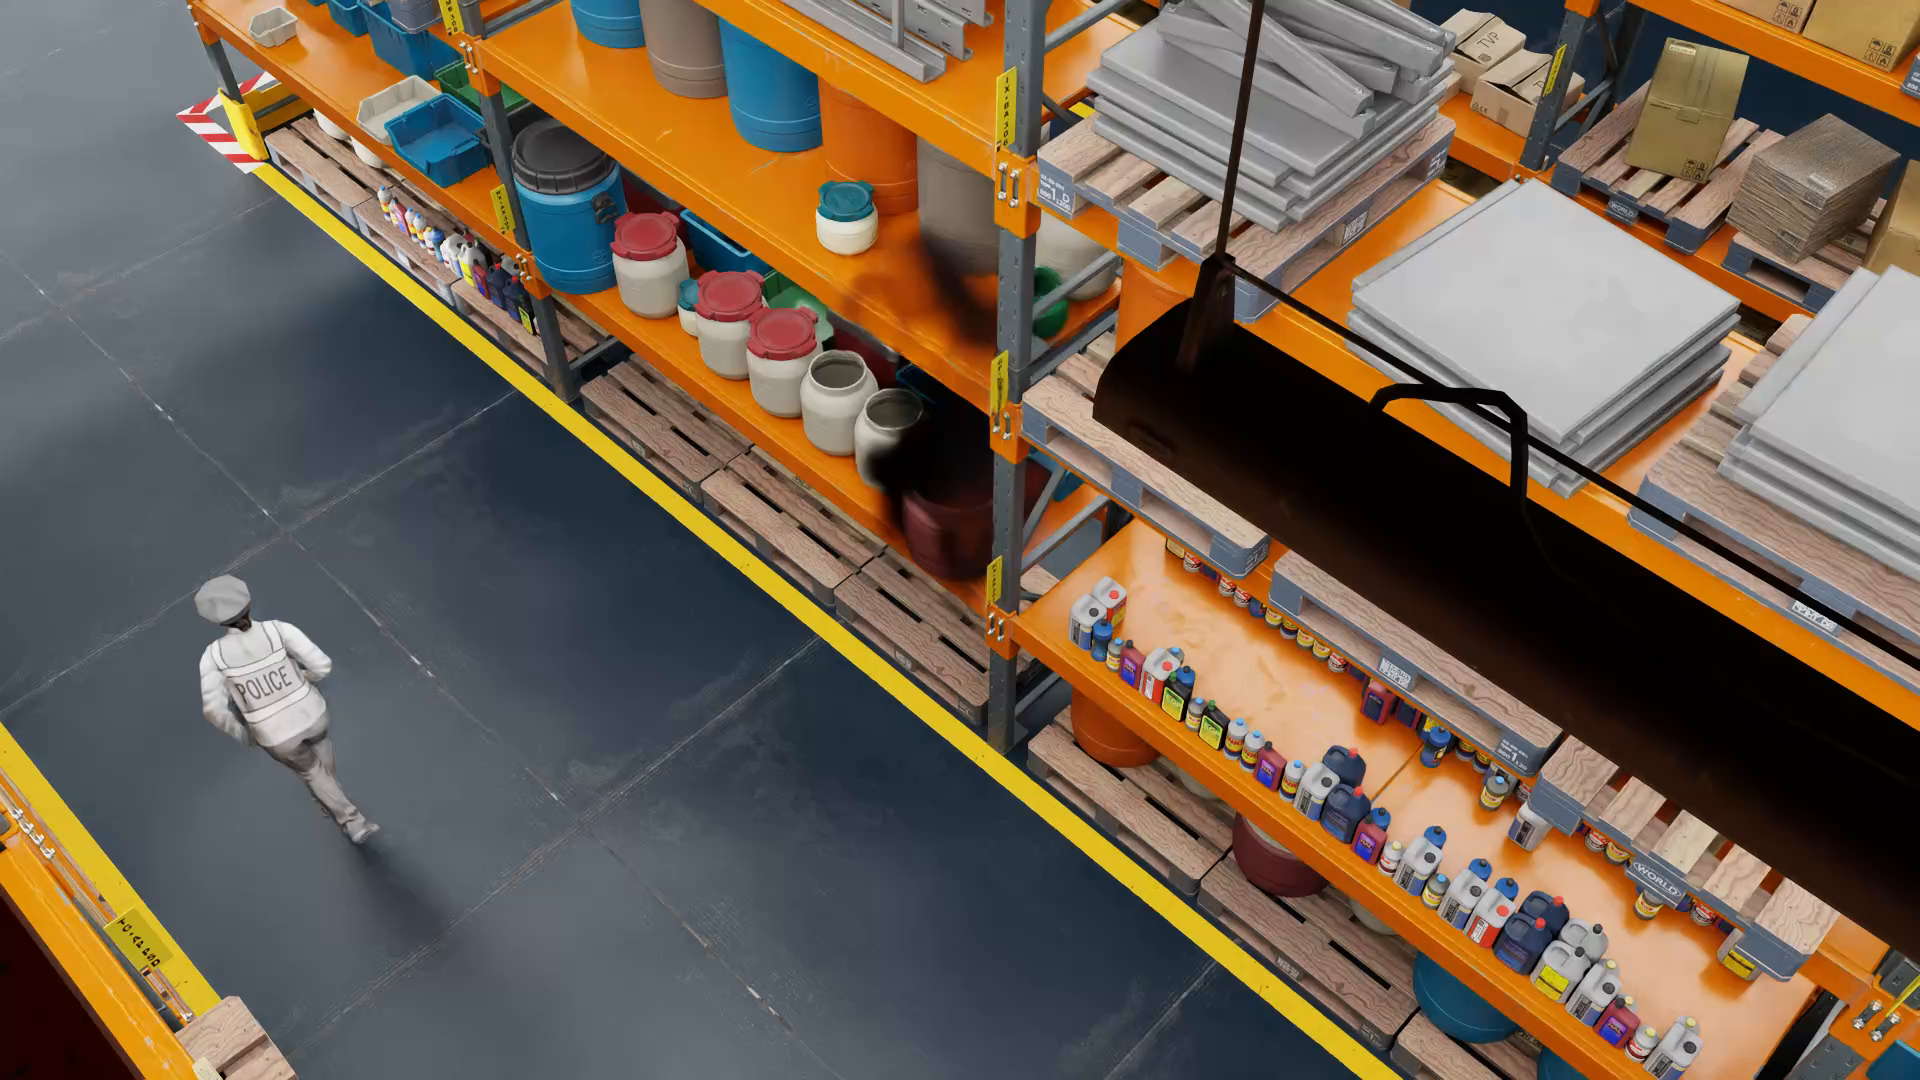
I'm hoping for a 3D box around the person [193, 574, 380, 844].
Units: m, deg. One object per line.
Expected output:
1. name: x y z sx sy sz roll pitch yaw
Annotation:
1. person: -3.331 0.932 8.272 0.624 1.512 0.863 -30 56 -23
